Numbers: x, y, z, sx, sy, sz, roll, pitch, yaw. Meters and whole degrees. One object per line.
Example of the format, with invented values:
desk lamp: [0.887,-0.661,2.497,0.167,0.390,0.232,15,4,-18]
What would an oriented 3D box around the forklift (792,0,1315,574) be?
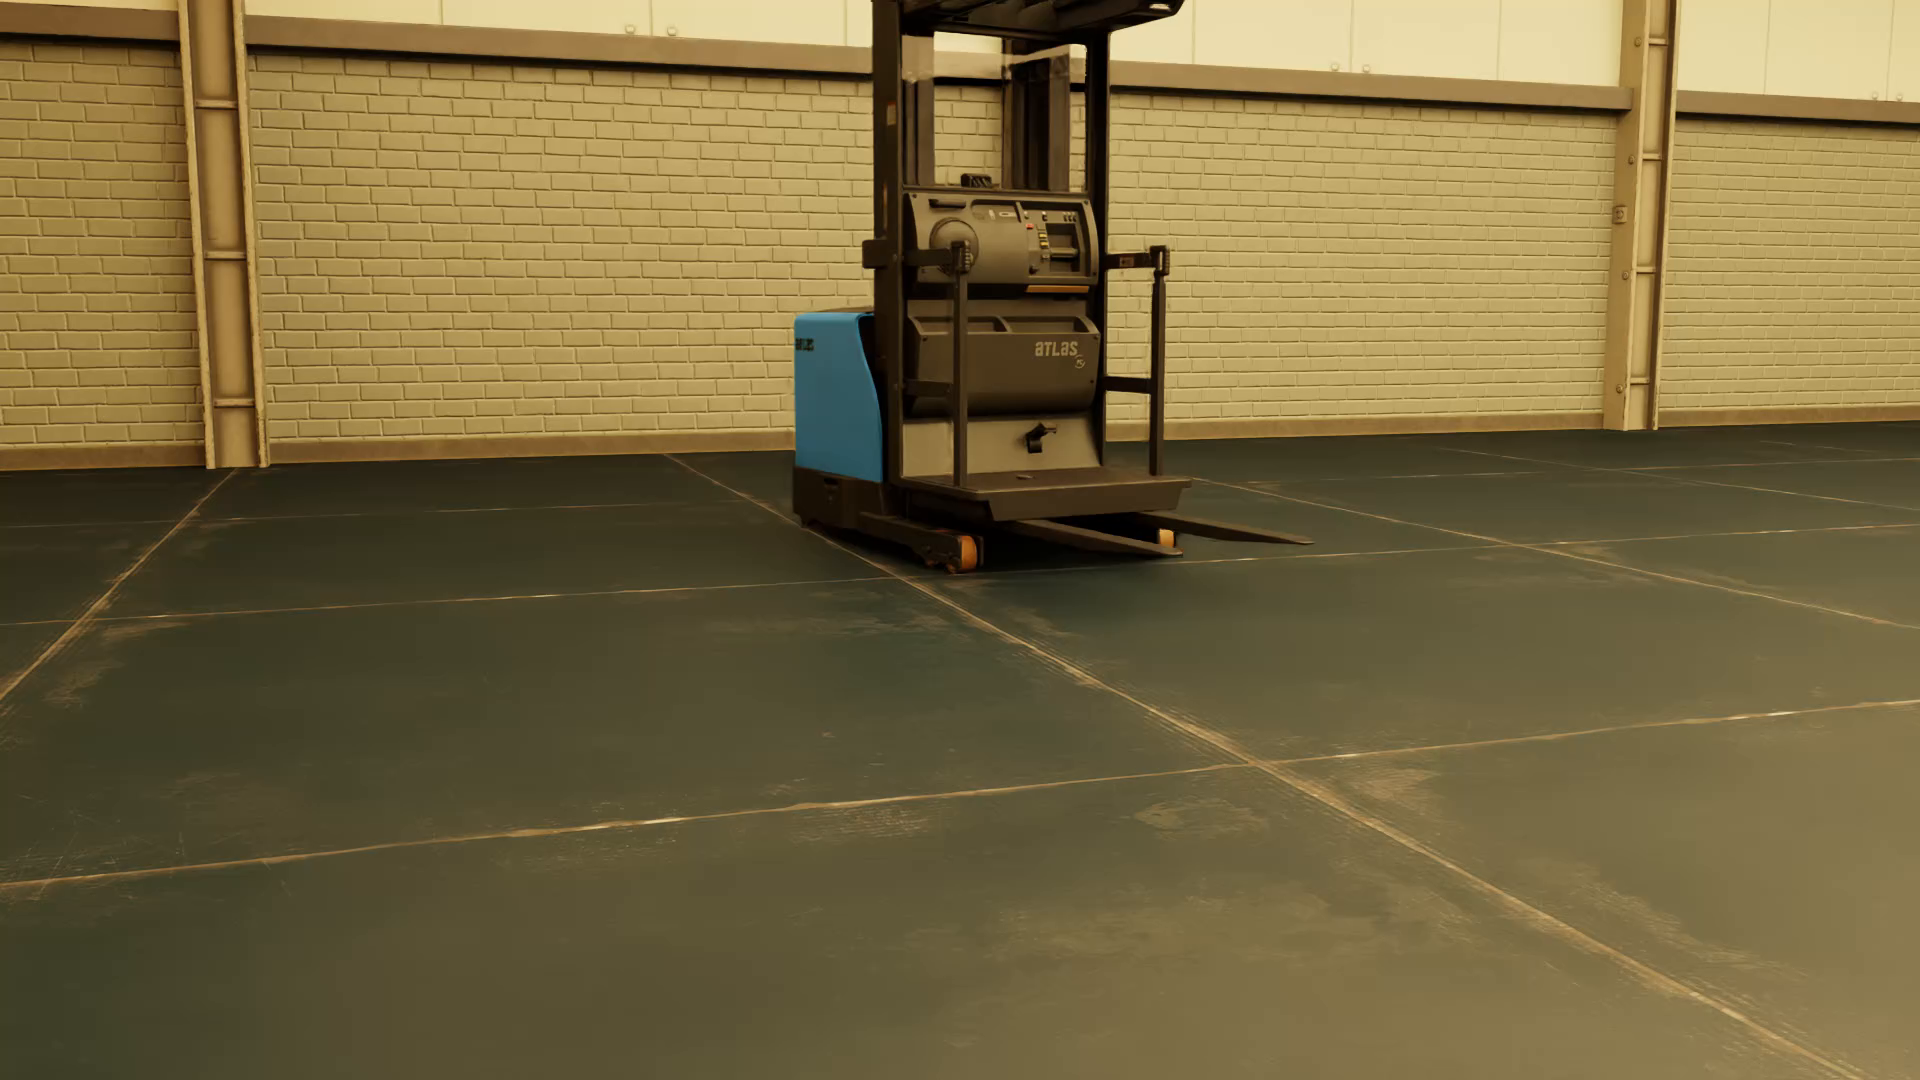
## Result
forklift: [0.305,-1.381,7.199,1.130,2.935,3.031,-4,9,-29]
